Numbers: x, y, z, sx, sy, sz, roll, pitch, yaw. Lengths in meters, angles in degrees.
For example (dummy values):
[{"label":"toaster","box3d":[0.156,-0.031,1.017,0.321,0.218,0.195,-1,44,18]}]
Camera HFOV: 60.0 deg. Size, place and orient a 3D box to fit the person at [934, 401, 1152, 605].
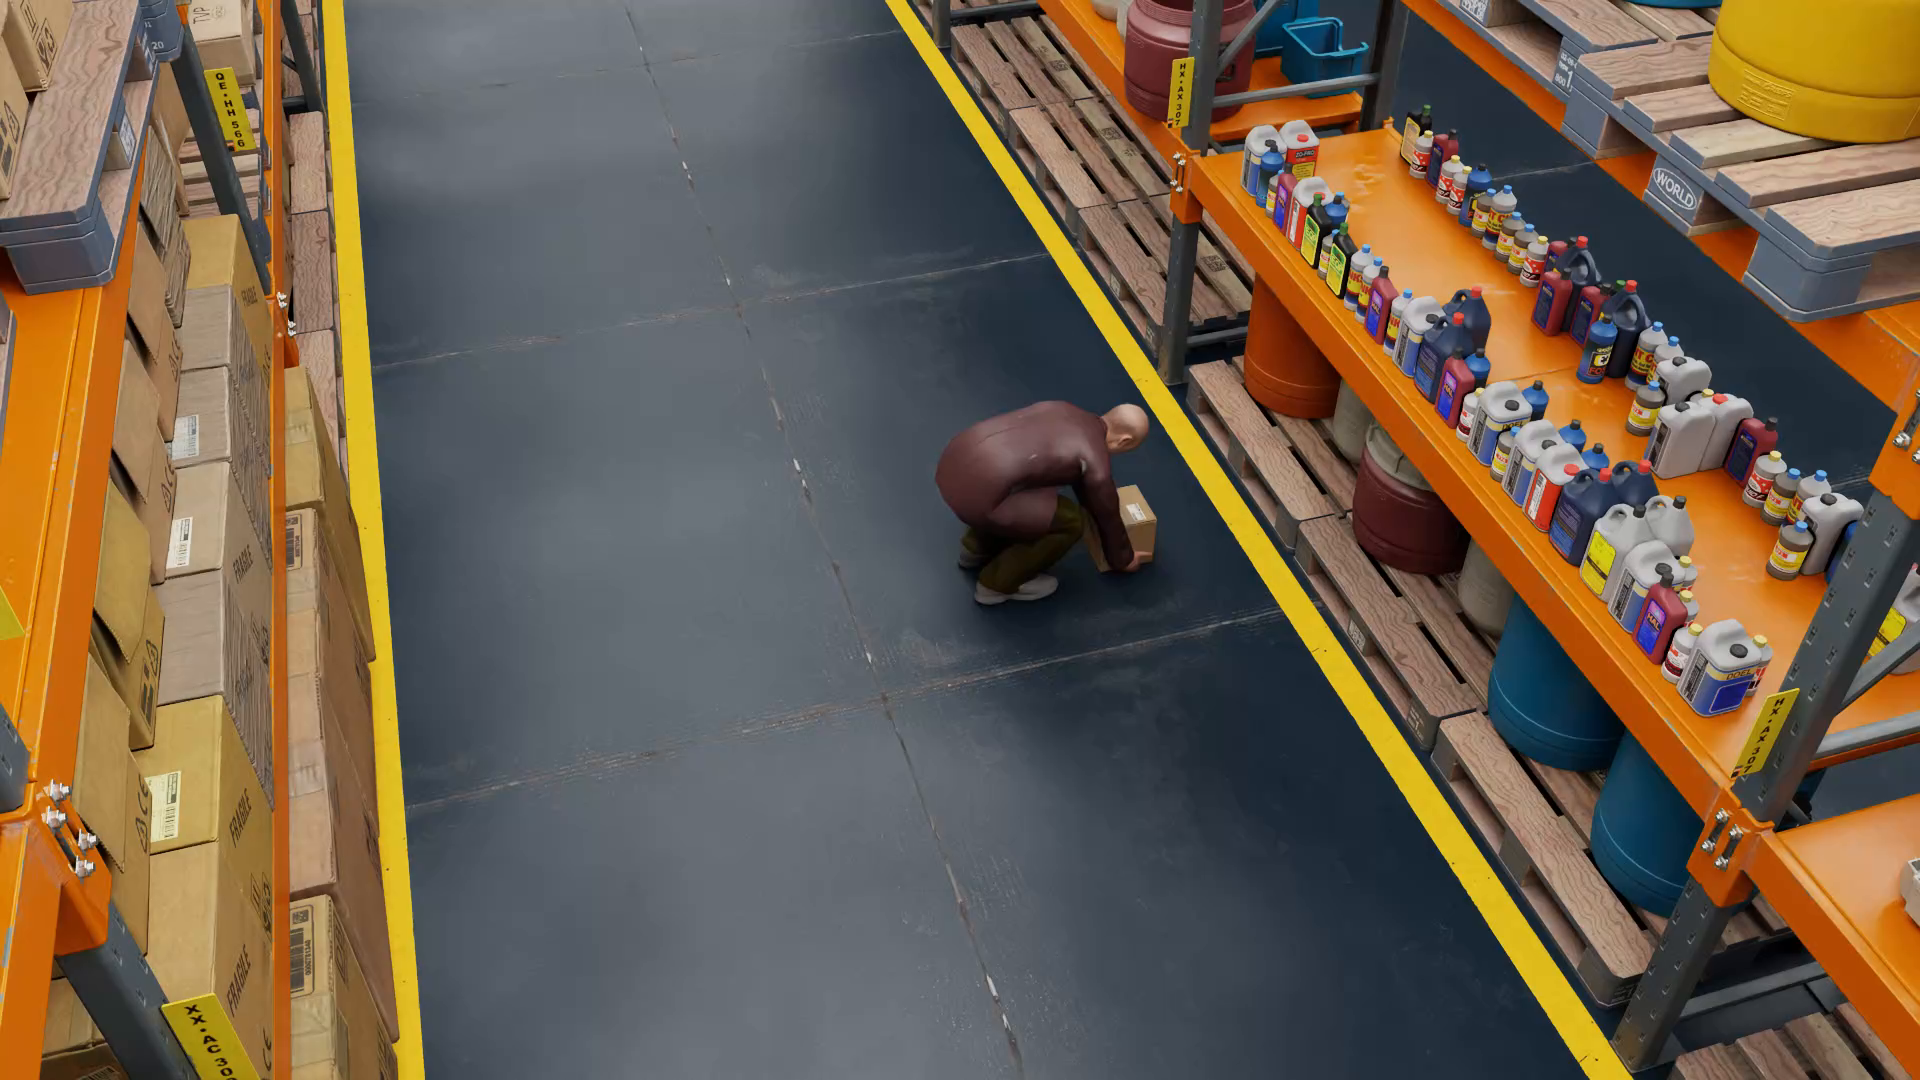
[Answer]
[{"label":"person","box3d":[0.360,-0.183,7.105,0.960,0.848,0.584,-13,43,-14]}]
